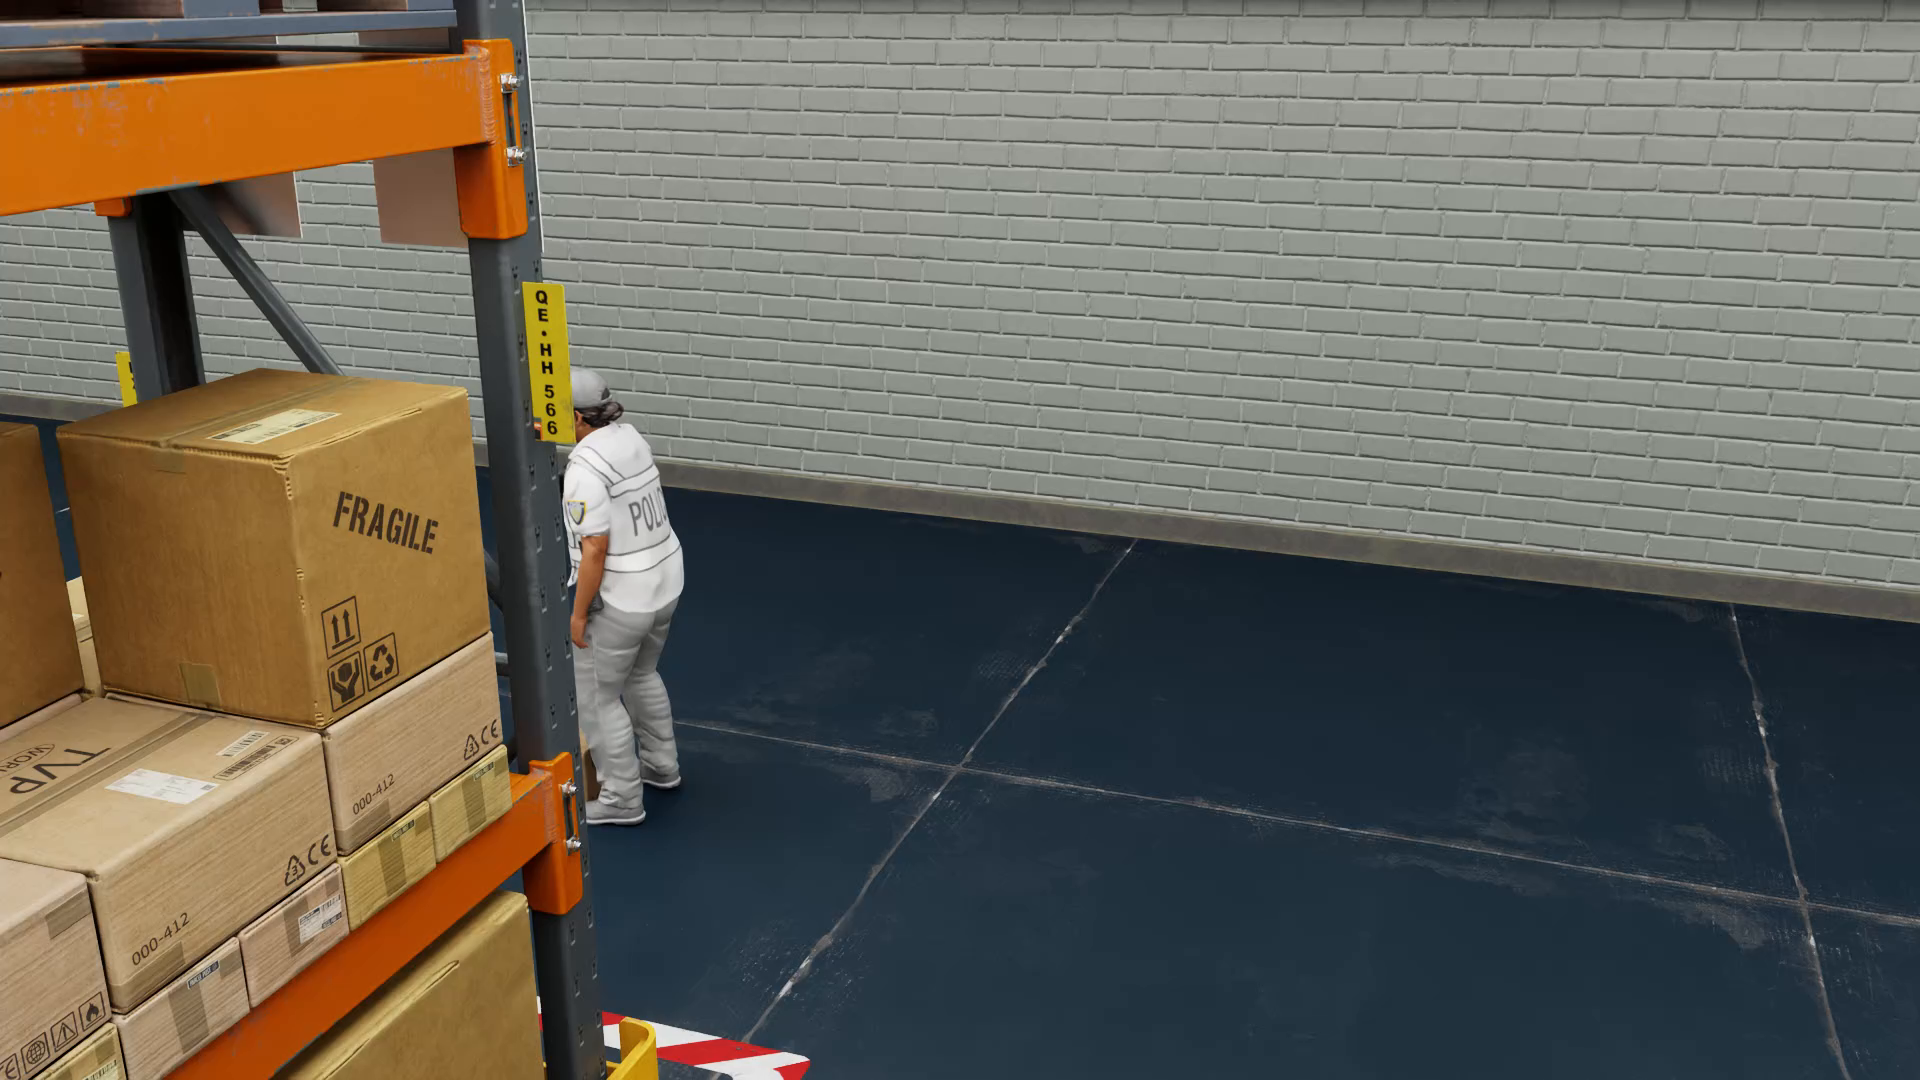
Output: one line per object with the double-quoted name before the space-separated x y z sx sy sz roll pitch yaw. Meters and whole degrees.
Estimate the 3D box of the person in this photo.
"person" -1.244 0.197 5.974 0.465 1.665 0.541 6 20 16
